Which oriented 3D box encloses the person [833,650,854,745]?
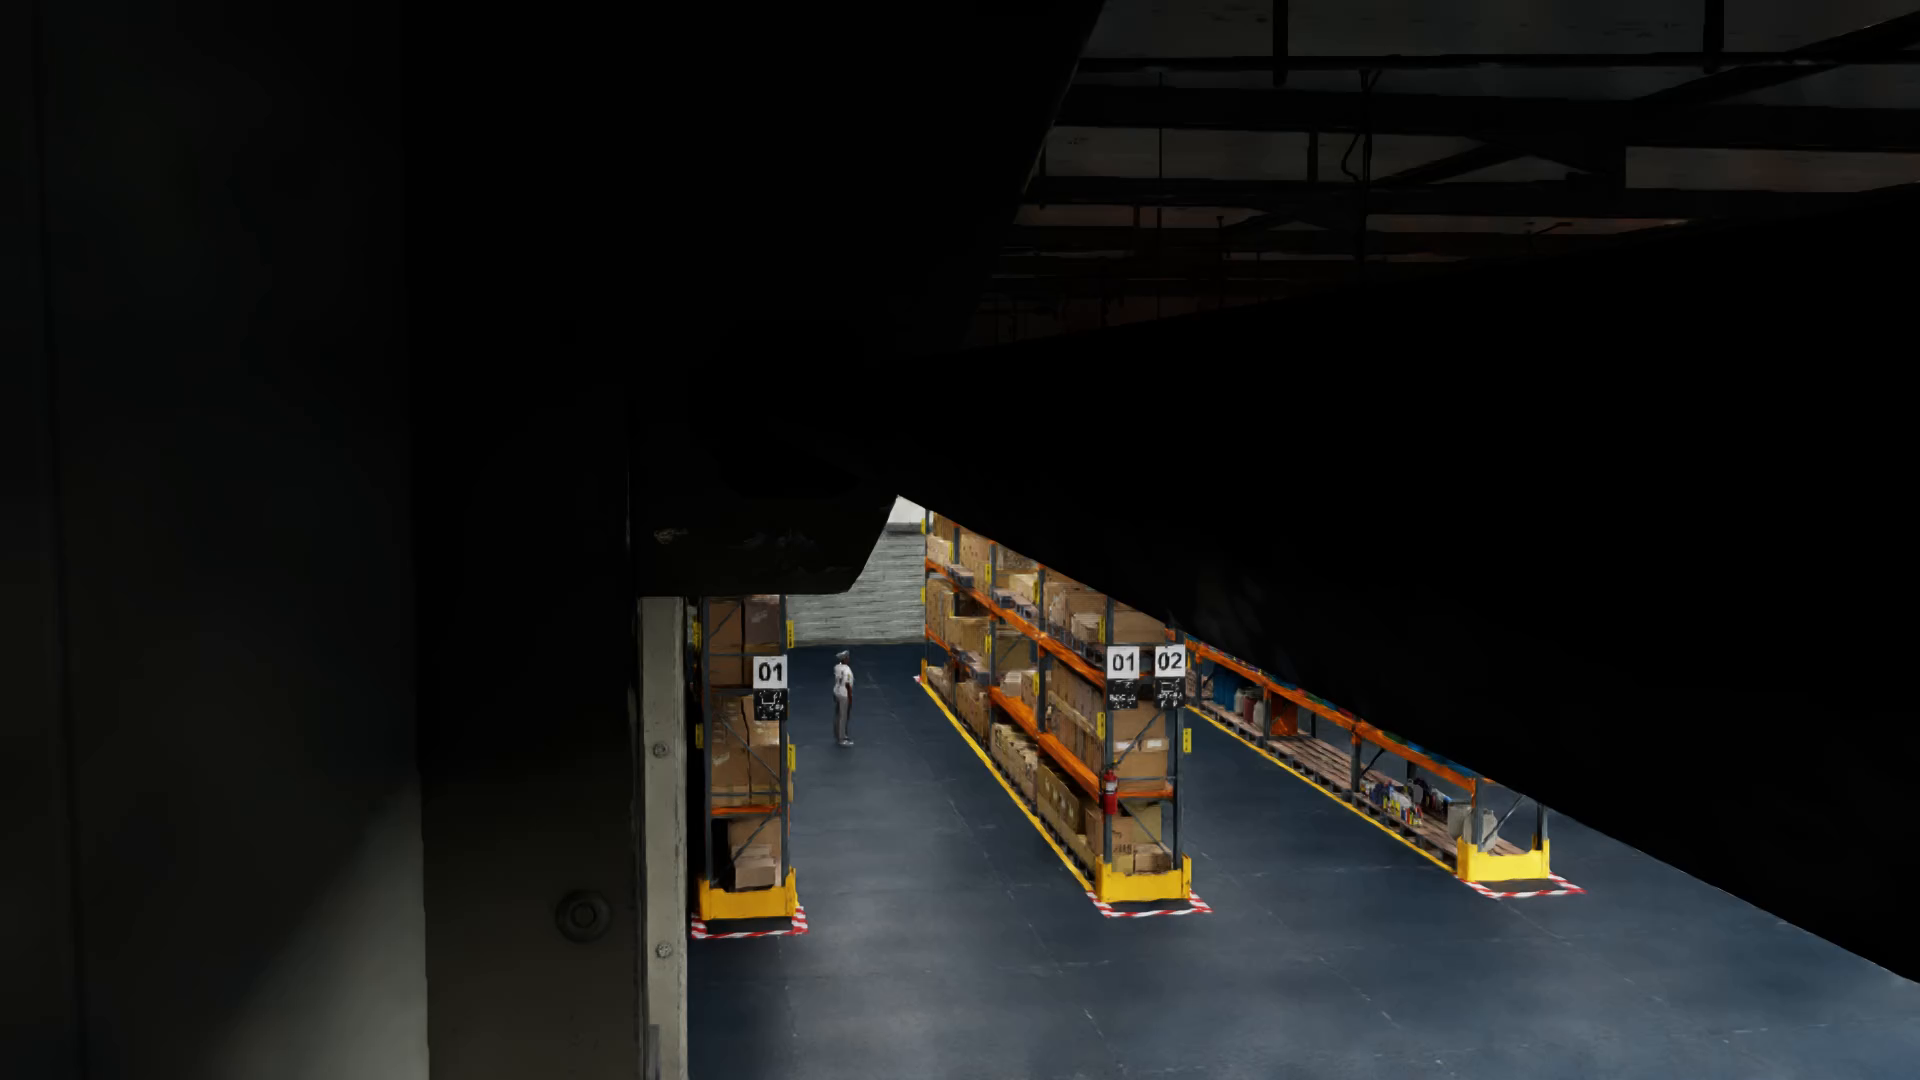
[{"bbox_3d":[-2.103,2.830,30.088,0.375,1.683,0.570,-3,6,-32],"label":"person"}]
